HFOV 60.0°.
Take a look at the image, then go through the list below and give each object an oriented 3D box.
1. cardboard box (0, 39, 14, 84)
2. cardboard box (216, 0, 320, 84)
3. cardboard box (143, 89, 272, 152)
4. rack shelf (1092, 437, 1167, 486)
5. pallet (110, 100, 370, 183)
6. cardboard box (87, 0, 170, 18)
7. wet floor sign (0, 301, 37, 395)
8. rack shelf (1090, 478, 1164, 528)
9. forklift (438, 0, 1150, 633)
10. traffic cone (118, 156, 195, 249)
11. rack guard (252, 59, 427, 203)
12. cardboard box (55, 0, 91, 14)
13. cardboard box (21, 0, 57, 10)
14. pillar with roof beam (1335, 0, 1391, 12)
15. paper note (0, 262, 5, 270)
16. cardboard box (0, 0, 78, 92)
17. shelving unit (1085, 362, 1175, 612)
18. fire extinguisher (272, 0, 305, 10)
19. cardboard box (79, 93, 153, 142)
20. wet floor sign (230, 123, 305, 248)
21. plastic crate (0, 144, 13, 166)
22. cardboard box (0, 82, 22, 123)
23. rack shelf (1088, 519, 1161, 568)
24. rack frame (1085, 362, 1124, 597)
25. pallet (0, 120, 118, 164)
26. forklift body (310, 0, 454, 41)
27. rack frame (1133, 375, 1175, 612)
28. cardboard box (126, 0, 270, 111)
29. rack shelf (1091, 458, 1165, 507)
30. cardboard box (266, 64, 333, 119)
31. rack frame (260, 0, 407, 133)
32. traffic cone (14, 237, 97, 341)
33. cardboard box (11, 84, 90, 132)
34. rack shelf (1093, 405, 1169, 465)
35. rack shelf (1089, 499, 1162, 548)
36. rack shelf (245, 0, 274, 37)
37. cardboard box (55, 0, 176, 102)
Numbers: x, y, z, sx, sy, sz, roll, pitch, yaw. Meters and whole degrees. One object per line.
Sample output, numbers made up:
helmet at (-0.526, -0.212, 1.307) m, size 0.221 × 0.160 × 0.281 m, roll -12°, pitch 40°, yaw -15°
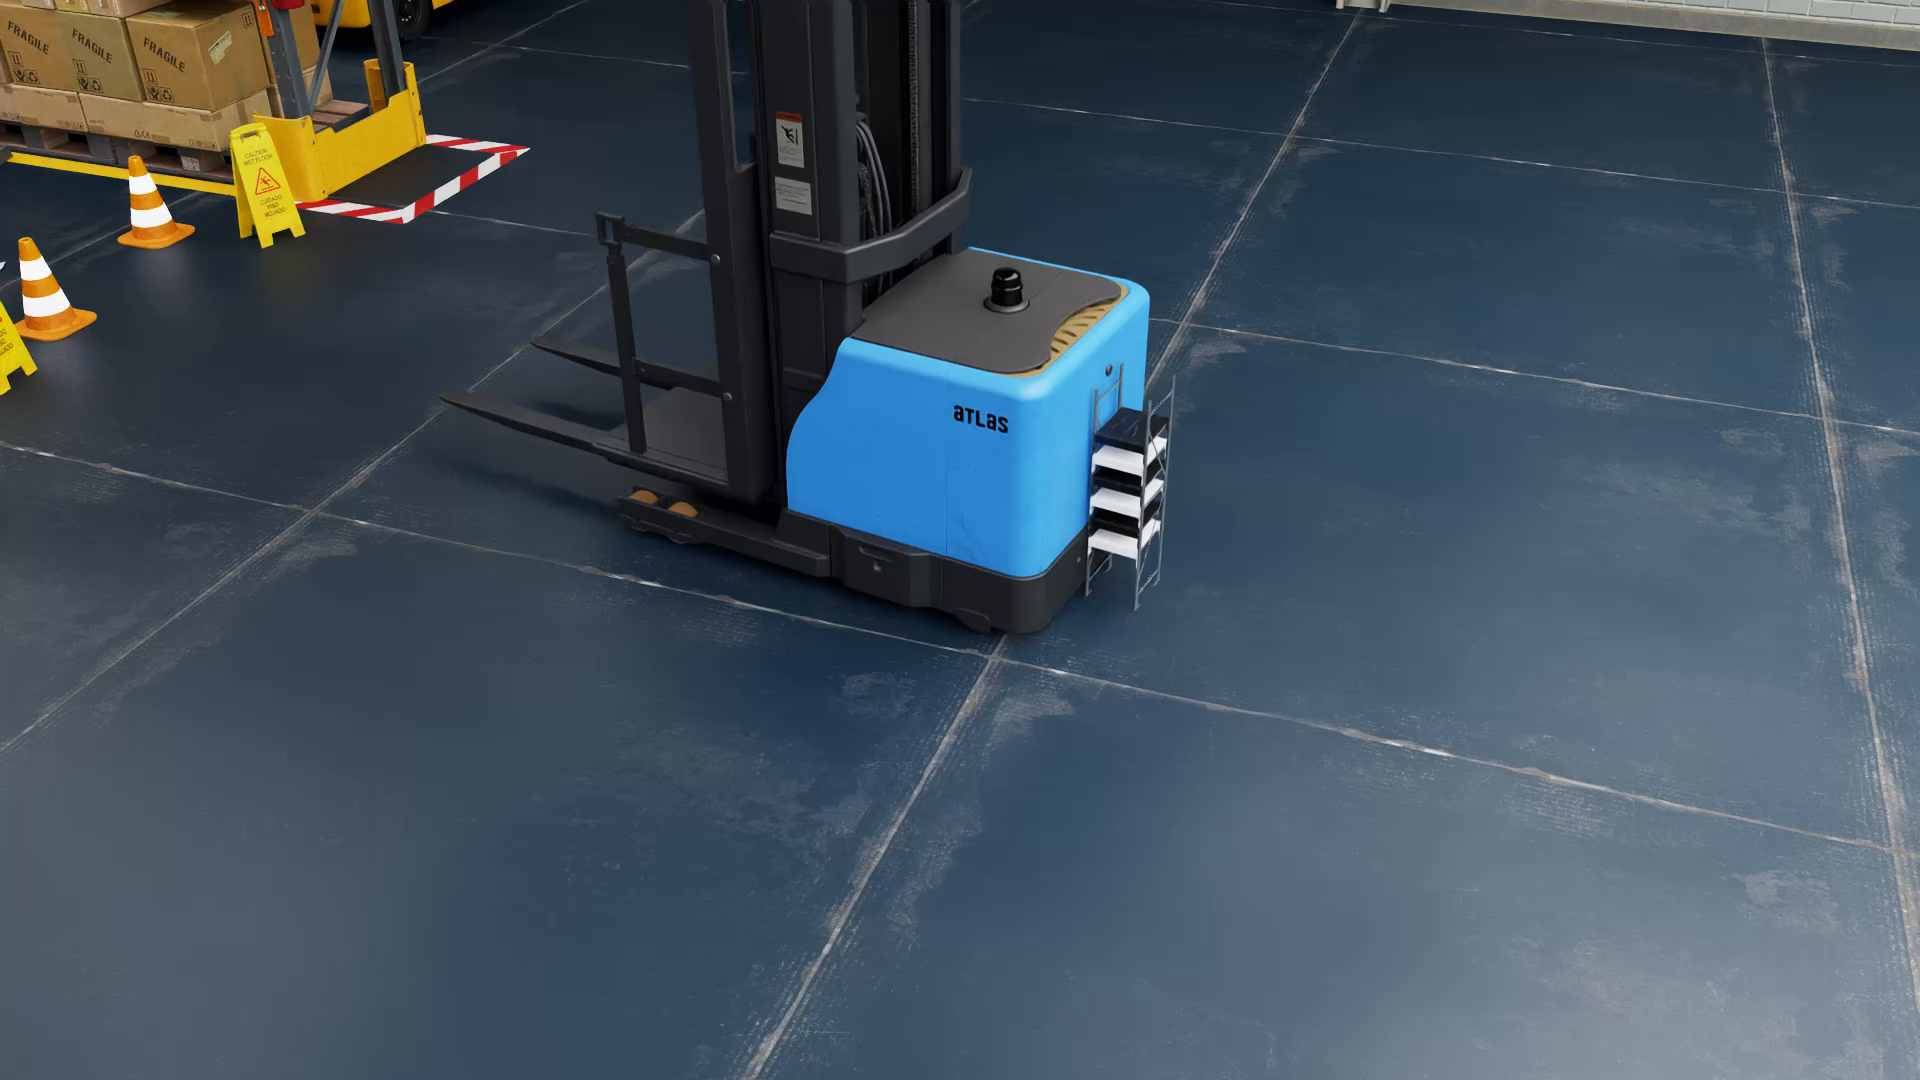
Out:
cardboard box at (-6.013, -3.196, 10.391) m, size 0.500 × 0.500 × 0.500 m, roll 13°, pitch 35°, yaw 19°
cardboard box at (-4.396, -3.191, 10.383) m, size 0.500 × 0.500 × 0.500 m, roll 10°, pitch 34°, yaw 15°
cardboard box at (-4.581, -2.598, 10.156) m, size 0.500 × 0.250 × 0.500 m, roll 11°, pitch 34°, yaw 16°
rack shelf at (0.630, -0.312, 6.133) m, size 0.200 × 0.077 × 0.258 m, roll 16°, pitch 36°, yaw 24°
pallet at (-4.531, -2.571, 10.537) m, size 1.213 × 0.211 × 1.003 m, roll 11°, pitch 34°, yaw 16°
cardboard box at (-4.917, -3.217, 9.825) m, size 0.250 × 0.149 × 0.380 m, roll 12°, pitch 35°, yaw 18°
wet floor sign at (-4.587, -1.032, 7.753) m, size 0.232 × 0.644 × 0.267 m, roll 5°, pitch 33°, yaw 8°
rack shelf at (0.630, -0.161, 6.231) m, size 0.200 × 0.077 × 0.258 m, roll 16°, pitch 36°, yaw 24°
forklift at (-0.812, -1.449, 6.292) m, size 3.031 × 2.935 × 1.130 m, roll 16°, pitch 36°, yaw 24°
traffic cone at (-4.547, -1.916, 9.290) m, size 0.334 × 0.463 × 0.336 m, roll 11°, pitch 34°, yaw 16°
rack guard at (-3.779, -2.525, 10.200) m, size 0.348 × 0.500 × 1.175 m, roll 11°, pitch 34°, yaw 16°
cardboard box at (-5.153, -3.264, 9.899) m, size 0.250 × 0.149 × 0.380 m, roll 12°, pitch 35°, yaw 17°
cardboard box at (-5.400, -3.313, 9.975) m, size 0.250 × 0.149 × 0.380 m, roll 12°, pitch 35°, yaw 19°
pillar with roof beam at (1.809, -5.908, 7.605) m, size 0.400 × 9.000 × 9.100 m, roll 11°, pitch 34°, yaw 16°
paper note at (-5.268, -1.471, 9.000) m, size 0.142 × 0.019 × 0.148 m, roll 0°, pitch 33°, yaw 0°
cardboard box at (-5.514, -3.101, 10.244) m, size 0.500 × 0.500 × 0.500 m, roll 10°, pitch 34°, yaw 15°
shelving unit at (0.630, -0.189, 6.213) m, size 0.210 × 0.900 × 0.258 m, roll 16°, pitch 36°, yaw 24°
fire extinguisher at (-3.755, -3.273, 9.125) m, size 0.183 × 0.674 × 0.296 m, roll 11°, pitch 34°, yaw 16°
cardboard box at (-5.044, -2.692, 10.302) m, size 0.500 × 0.250 × 0.500 m, roll 11°, pitch 34°, yaw 17°
wet floor sign at (-3.889, -1.991, 9.239) m, size 0.232 × 0.644 × 0.267 m, roll 24°, pitch 40°, yaw 32°
plastic crate at (-6.271, -2.361, 10.333) m, size 0.583 × 0.080 × 0.402 m, roll 0°, pitch 33°, yaw 0°
cardboard box at (-6.002, -2.881, 10.595) m, size 0.500 × 0.250 × 0.500 m, roll 11°, pitch 34°, yaw 16°
rack shelf at (0.630, -0.010, 6.329) m, size 0.200 × 0.077 × 0.258 m, roll 16°, pitch 36°, yaw 24°
rack frame at (0.541, -0.215, 6.254) m, size 0.006 × 0.900 × 0.240 m, roll 16°, pitch 36°, yaw 24°
pallet at (-5.676, -2.795, 10.884) m, size 1.213 × 0.211 × 1.003 m, roll 11°, pitch 34°, yaw 16°
forklift body at (-4.436, -5.155, 12.752) m, size 1.214 × 2.155 × 2.313 m, roll 11°, pitch 34°, yaw 16°
rack frame at (0.720, -0.163, 6.172) m, size 0.006 × 0.900 × 0.240 m, roll 16°, pitch 36°, yaw 24°
cardboard box at (-4.549, -2.911, 9.950) m, size 0.500 × 0.500 × 0.500 m, roll 11°, pitch 35°, yaw 17°
rack shelf at (0.630, -0.237, 6.182) m, size 0.200 × 0.077 × 0.258 m, roll 16°, pitch 36°, yaw 24°
cardboard box at (-4.373, -2.871, 10.580) m, size 0.500 × 0.250 × 0.500 m, roll 11°, pitch 34°, yaw 16°
rack frame at (-3.707, -3.561, 9.501) m, size 0.127 × 3.000 × 1.000 m, roll 11°, pitch 34°, yaw 16°
traffic cone at (-4.601, -1.287, 8.316) m, size 0.334 × 0.463 × 0.336 m, roll 11°, pitch 34°, yaw 16°
cardboard box at (-5.538, -2.785, 10.446) m, size 0.500 × 0.250 × 0.500 m, roll 10°, pitch 34°, yaw 15°
rack shelf at (0.630, -0.388, 6.085) m, size 0.200 × 0.077 × 0.258 m, roll 16°, pitch 36°, yaw 24°
rack shelf at (0.630, -0.085, 6.280) m, size 0.200 × 0.077 × 0.258 m, roll 16°, pitch 36°, yaw 24°
rack shelf at (-5.590, -3.625, 10.263) m, size 4.000 × 0.370 × 1.077 m, roll 11°, pitch 34°, yaw 16°
cardboard box at (-5.042, -3.005, 10.095) m, size 0.500 × 0.500 × 0.500 m, roll 12°, pitch 35°, yaw 18°
